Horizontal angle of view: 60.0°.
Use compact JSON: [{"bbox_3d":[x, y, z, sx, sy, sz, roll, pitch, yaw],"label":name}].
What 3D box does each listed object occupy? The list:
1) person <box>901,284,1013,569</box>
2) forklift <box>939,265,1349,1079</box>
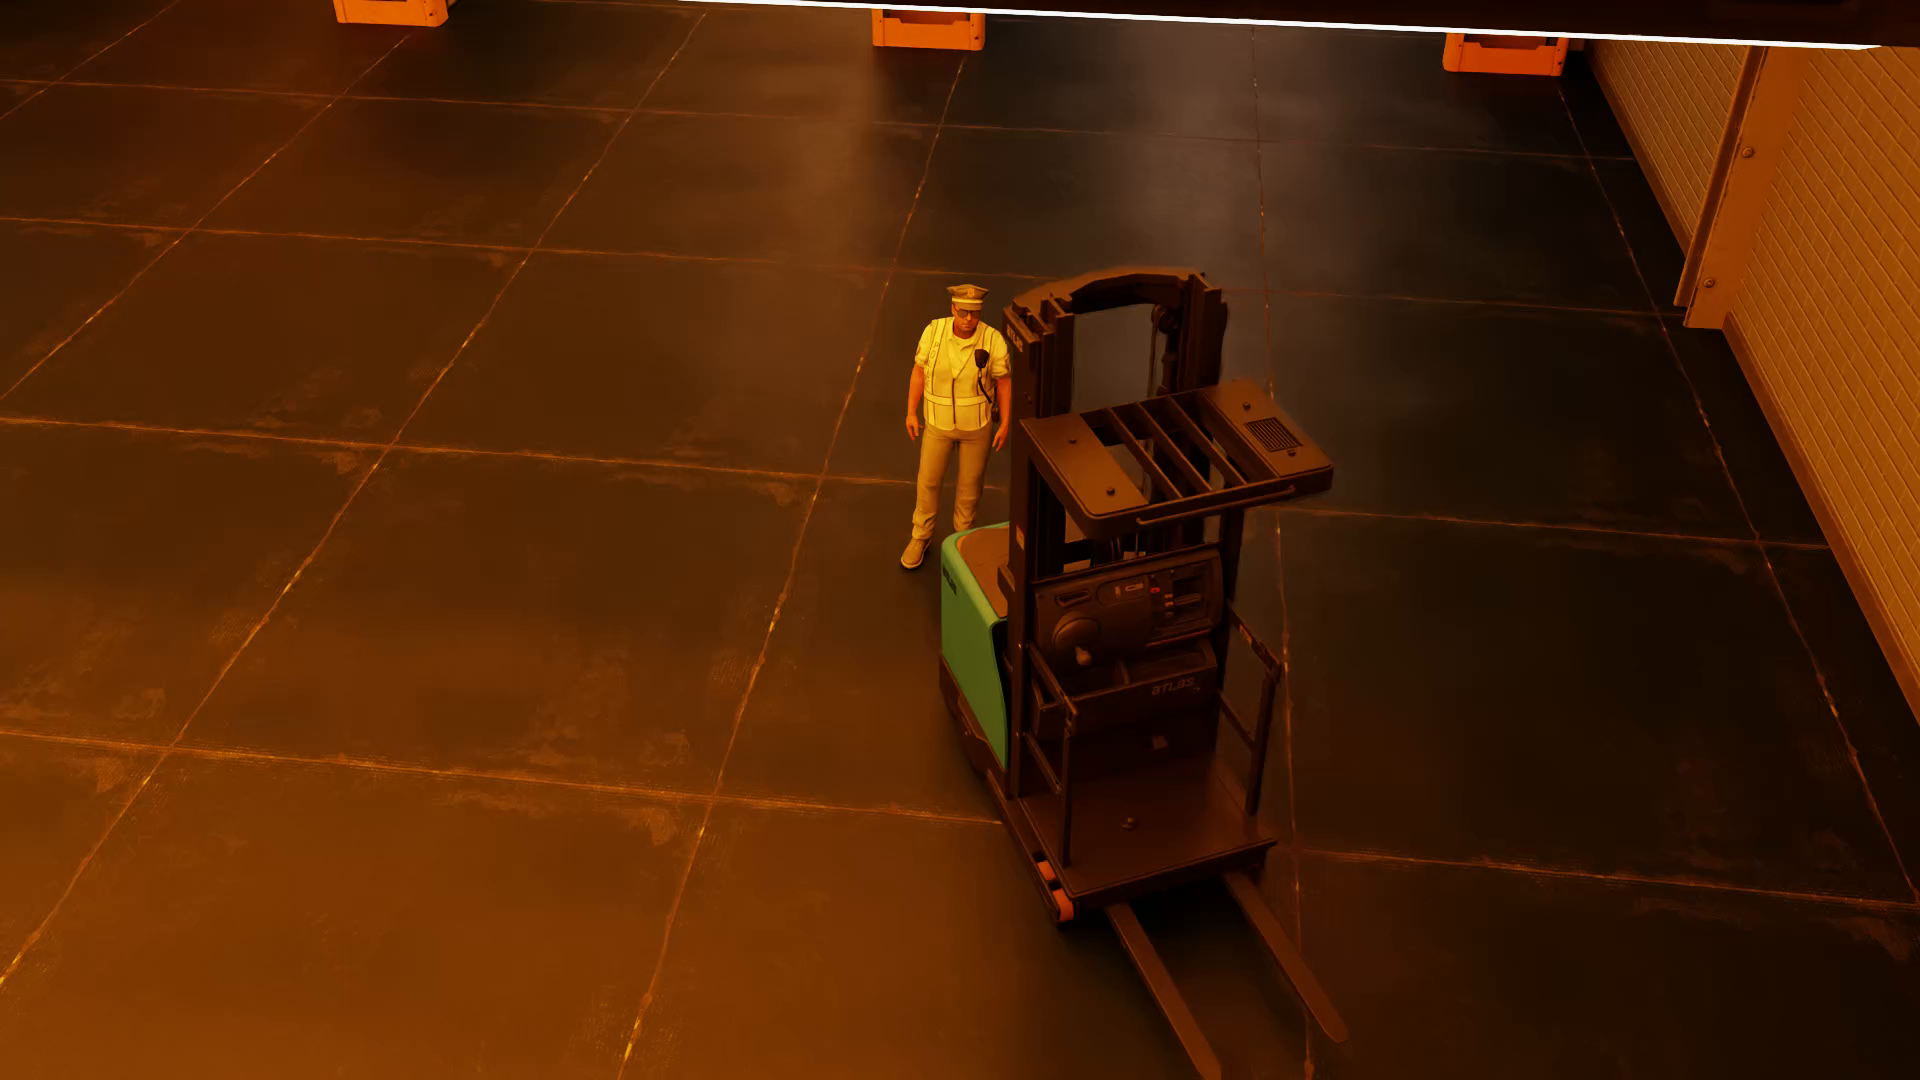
[{"bbox_3d":[-0.021,-0.679,9.905,0.641,1.781,0.574,4,37,6],"label":"person"},{"bbox_3d":[0.860,0.384,7.509,1.130,2.935,3.031,-12,38,-16],"label":"forklift"}]
